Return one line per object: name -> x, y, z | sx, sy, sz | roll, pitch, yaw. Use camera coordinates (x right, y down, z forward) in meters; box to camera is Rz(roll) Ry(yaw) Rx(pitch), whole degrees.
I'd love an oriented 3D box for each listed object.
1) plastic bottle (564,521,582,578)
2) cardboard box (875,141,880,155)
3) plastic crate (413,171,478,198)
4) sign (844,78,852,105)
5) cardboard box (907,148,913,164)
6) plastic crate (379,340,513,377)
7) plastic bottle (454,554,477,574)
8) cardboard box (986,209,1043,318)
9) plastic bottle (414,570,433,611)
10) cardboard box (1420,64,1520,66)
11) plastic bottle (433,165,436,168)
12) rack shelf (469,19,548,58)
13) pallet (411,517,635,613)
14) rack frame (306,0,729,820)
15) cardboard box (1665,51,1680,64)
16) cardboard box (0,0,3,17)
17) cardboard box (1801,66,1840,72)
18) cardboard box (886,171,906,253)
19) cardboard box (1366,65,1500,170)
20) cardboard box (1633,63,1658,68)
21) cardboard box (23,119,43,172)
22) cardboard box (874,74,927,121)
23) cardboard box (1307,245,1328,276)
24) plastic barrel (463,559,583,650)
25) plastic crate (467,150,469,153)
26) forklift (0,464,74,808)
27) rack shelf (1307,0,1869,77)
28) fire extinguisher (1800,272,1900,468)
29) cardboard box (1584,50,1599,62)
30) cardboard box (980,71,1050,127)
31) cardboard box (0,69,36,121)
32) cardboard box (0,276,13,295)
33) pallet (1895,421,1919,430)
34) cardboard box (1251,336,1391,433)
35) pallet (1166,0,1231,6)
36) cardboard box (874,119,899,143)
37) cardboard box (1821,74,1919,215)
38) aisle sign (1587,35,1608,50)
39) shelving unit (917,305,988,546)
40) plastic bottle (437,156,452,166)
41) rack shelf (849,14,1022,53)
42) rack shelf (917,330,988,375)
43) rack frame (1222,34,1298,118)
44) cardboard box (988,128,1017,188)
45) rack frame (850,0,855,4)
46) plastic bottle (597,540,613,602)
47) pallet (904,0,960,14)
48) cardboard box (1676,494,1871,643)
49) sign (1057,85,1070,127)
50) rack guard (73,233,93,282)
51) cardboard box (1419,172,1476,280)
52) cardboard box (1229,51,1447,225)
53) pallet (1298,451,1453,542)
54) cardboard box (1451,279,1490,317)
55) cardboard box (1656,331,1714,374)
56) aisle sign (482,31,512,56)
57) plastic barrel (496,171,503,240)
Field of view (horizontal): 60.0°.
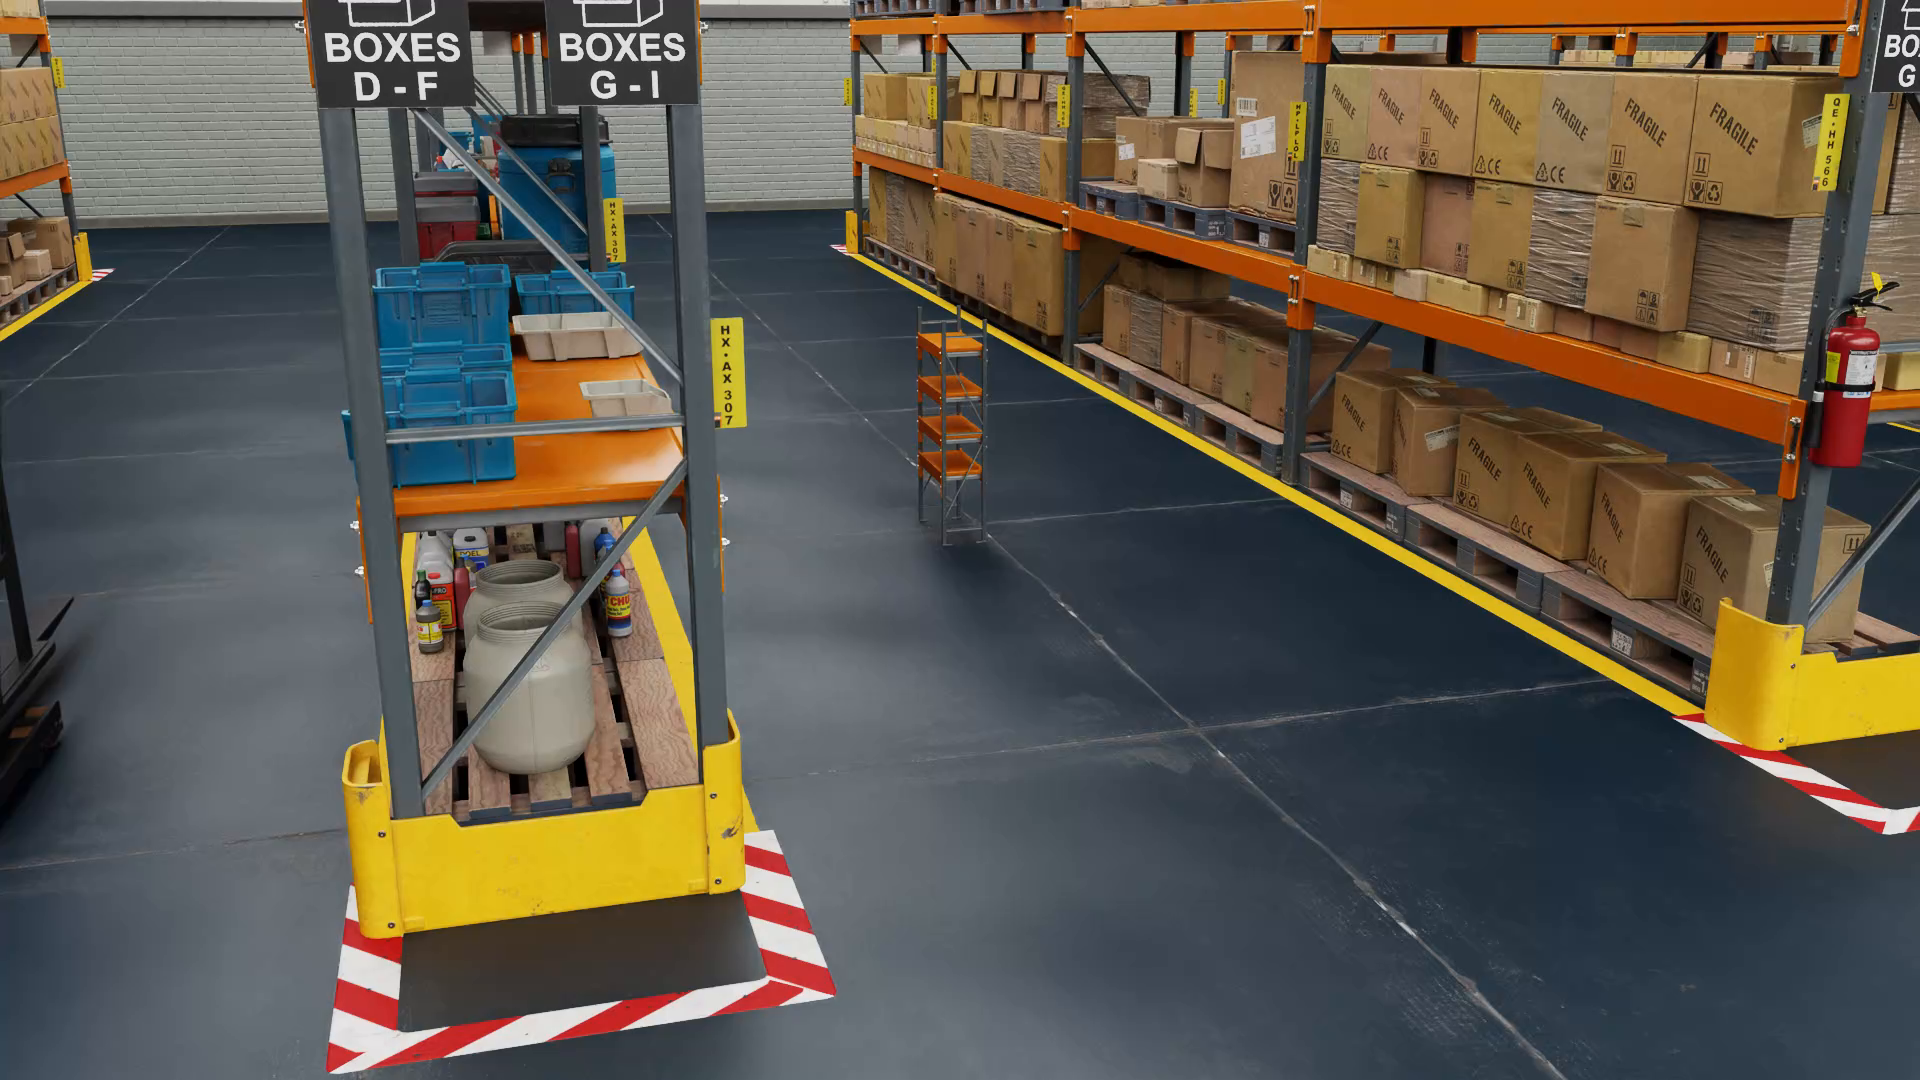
plastic bottle -> -1.778, 0.021, 7.626 | 0.061, 0.283, 0.133 | -5, 17, -15
cardboard box -> -0.783, -4.603, 19.499 | 0.380, 0.149, 0.250 | -5, 17, -16
plastic crate -> -3.262, -2.087, 10.575 | 0.402, 0.464, 0.583 | -5, 17, -15
sign -> -1.383, -5.542, 20.546 | 0.100, 0.325, 0.005 | -5, 17, -15
cardboard box -> -0.359, -4.177, 18.080 | 0.380, 0.149, 0.250 | -4, 17, -14
plastic crate -> -1.811, -0.538, 5.789 | 0.499, 0.251, 0.408 | -5, 17, -15
plastic bottle -> -2.165, 0.164, 7.291 | 0.097, 0.201, 0.097 | 0, 17, 0
cardboard box -> 0.944, -2.542, 15.165 | 1.225, 0.875, 0.875 | -5, 17, -15
plastic bottle -> -2.189, 0.271, 6.792 | 0.061, 0.283, 0.133 | -4, 17, -14
cardboard box -> 2.838, -2.379, 9.230 | 0.500, 0.500, 0.500 | -5, 17, -15
plastic bottle -> -4.334, -2.954, 13.775 | 0.061, 0.283, 0.133 | -5, 17, -15
rack shelf -> -2.862, -3.066, 9.983 | 1.077, 0.370, 4.000 | -5, 17, -15
pallet -> -2.168, 0.103, 8.241 | 1.003, 0.211, 1.213 | -5, 17, -15
rack frame -> -1.213, -0.315, 4.786 | 1.000, 3.000, 0.127 | -5, 17, -15
cardboard box -> 9.099, -6.065, 20.890 | 0.380, 0.149, 0.250 | -5, 17, -16
cardboard box -> -9.580, -5.177, 16.020 | 0.500, 0.250, 0.500 | -5, 17, -15
cardboard box -> 9.791, -5.053, 18.647 | 0.500, 0.500, 0.500 | -5, 17, -16
cardboard box -> -0.345, -3.893, 19.662 | 0.875, 0.875, 0.875 | -5, 17, -15
cardboard box -> 2.468, -2.199, 8.630 | 0.500, 0.500, 0.500 | -5, 17, -15
cardboard box -> 8.974, -5.865, 21.351 | 0.500, 0.500, 0.500 | -5, 17, -15
cardboard box -> -9.711, -4.014, 16.926 | 0.500, 0.500, 0.500 | -5, 17, -15
cardboard box -> -0.690, -5.127, 19.245 | 0.500, 0.500, 0.500 | -5, 17, -17
cardboard box -> 2.220, -1.609, 9.532 | 0.380, 0.149, 0.250 | -5, 17, -15
plastic barrel -> -1.605, 0.361, 6.131 | 0.421, 0.512, 0.421 | 0, 17, 0
plastic crate -> -5.278, -3.994, 17.390 | 0.293, 0.136, 0.466 | -5, 17, -15
forklift -> -3.907, -0.505, 5.539 | 1.130, 2.935, 3.031 | -4, 17, -13
rack shelf -> 3.000, -2.352, 7.603 | 1.077, 0.370, 4.000 | -5, 17, -15
fire extinguisher -> 3.138, -0.601, 5.874 | 0.296, 0.674, 0.183 | -5, 17, -15
cardboard box -> 8.614, -6.485, 22.288 | 0.380, 0.149, 0.250 | -4, 17, -14
cardboard box -> 0.612, -4.187, 15.760 | 0.797, 0.503, 0.637 | -5, 17, -15
cardboard box -> -9.700, -4.492, 16.782 | 0.500, 0.500, 0.500 | -4, 17, -14
cardboard box -> -9.429, -2.469, 16.117 | 0.380, 0.166, 0.250 | -5, 17, -15
pallet -> 6.962, -1.049, 12.077 | 1.003, 0.211, 1.213 | -5, 17, -15
cardboard box -> 2.302, -0.998, 10.640 | 0.700, 0.500, 0.500 | -6, 18, -20
pallet -> 2.095, -3.625, 10.919 | 1.213, 0.211, 1.003 | -5, 17, -15
cardboard box -> -0.692, -4.766, 19.348 | 0.500, 0.250, 0.500 | -5, 18, -17
cardboard box -> 3.660, -1.549, 6.466 | 0.500, 0.500, 0.500 | -5, 17, -15
aisle sign -> 8.959, -7.205, 23.205 | 0.394, 0.787, 0.004 | -5, 17, -15
shelving unit -> -0.045, -0.620, 8.932 | 0.258, 1.200, 0.503 | -5, 17, -15
plastic bottle -> -4.649, -3.315, 14.990 | 0.152, 0.276, 0.135 | -5, 17, -15
rack shelf -> -0.298, -5.671, 18.653 | 1.077, 0.370, 4.000 | -5, 17, -15
rack shelf -> -0.045, -0.997, 8.819 | 0.258, 0.148, 0.480 | -5, 17, -15
rack frame -> 3.949, -5.496, 22.035 | 1.000, 3.000, 0.127 | -5, 17, -15
cardboard box -> 0.561, -3.506, 15.238 | 0.500, 0.500, 0.500 | -4, 17, -14
rack frame -> -0.848, -8.005, 19.960 | 1.000, 3.000, 0.127 | -5, 17, -15
plastic bottle -> -1.533, 0.133, 7.274 | 0.097, 0.271, 0.097 | 0, 17, 0
pallet -> 0.037, -5.647, 17.477 | 1.003, 0.211, 1.213 | -5, 17, -15
cardboard box -> 3.394, 0.116, 6.968 | 0.500, 0.500, 0.500 | -1, 17, -5
sign -> 0.818, -3.429, 13.140 | 0.100, 0.325, 0.005 | -5, 17, -15
rack guard -> -10.353, -3.132, 18.509 | 1.175, 0.500, 0.348 | -5, 17, -15
cardboard box -> 2.852, -1.602, 8.381 | 0.875, 0.500, 0.500 | -5, 17, -15
cardboard box -> 2.366, -2.532, 10.394 | 1.000, 1.000, 1.000 | -5, 17, -15
pallet -> 2.669, -0.294, 9.565 | 1.003, 0.211, 1.213 | -5, 17, -15
cardboard box -> 2.645, -1.195, 8.154 | 0.380, 0.149, 0.250 | -5, 17, -15
cardboard box -> 3.086, -0.783, 6.781 | 0.380, 0.149, 0.250 | -5, 17, -15
aisle sign -> -5.348, -6.029, 19.289 | 0.394, 0.787, 0.004 | -5, 17, -15
plastic barrel -> -2.566, -1.971, 10.064 | 0.433, 0.535, 0.433 | 0, 17, 0
